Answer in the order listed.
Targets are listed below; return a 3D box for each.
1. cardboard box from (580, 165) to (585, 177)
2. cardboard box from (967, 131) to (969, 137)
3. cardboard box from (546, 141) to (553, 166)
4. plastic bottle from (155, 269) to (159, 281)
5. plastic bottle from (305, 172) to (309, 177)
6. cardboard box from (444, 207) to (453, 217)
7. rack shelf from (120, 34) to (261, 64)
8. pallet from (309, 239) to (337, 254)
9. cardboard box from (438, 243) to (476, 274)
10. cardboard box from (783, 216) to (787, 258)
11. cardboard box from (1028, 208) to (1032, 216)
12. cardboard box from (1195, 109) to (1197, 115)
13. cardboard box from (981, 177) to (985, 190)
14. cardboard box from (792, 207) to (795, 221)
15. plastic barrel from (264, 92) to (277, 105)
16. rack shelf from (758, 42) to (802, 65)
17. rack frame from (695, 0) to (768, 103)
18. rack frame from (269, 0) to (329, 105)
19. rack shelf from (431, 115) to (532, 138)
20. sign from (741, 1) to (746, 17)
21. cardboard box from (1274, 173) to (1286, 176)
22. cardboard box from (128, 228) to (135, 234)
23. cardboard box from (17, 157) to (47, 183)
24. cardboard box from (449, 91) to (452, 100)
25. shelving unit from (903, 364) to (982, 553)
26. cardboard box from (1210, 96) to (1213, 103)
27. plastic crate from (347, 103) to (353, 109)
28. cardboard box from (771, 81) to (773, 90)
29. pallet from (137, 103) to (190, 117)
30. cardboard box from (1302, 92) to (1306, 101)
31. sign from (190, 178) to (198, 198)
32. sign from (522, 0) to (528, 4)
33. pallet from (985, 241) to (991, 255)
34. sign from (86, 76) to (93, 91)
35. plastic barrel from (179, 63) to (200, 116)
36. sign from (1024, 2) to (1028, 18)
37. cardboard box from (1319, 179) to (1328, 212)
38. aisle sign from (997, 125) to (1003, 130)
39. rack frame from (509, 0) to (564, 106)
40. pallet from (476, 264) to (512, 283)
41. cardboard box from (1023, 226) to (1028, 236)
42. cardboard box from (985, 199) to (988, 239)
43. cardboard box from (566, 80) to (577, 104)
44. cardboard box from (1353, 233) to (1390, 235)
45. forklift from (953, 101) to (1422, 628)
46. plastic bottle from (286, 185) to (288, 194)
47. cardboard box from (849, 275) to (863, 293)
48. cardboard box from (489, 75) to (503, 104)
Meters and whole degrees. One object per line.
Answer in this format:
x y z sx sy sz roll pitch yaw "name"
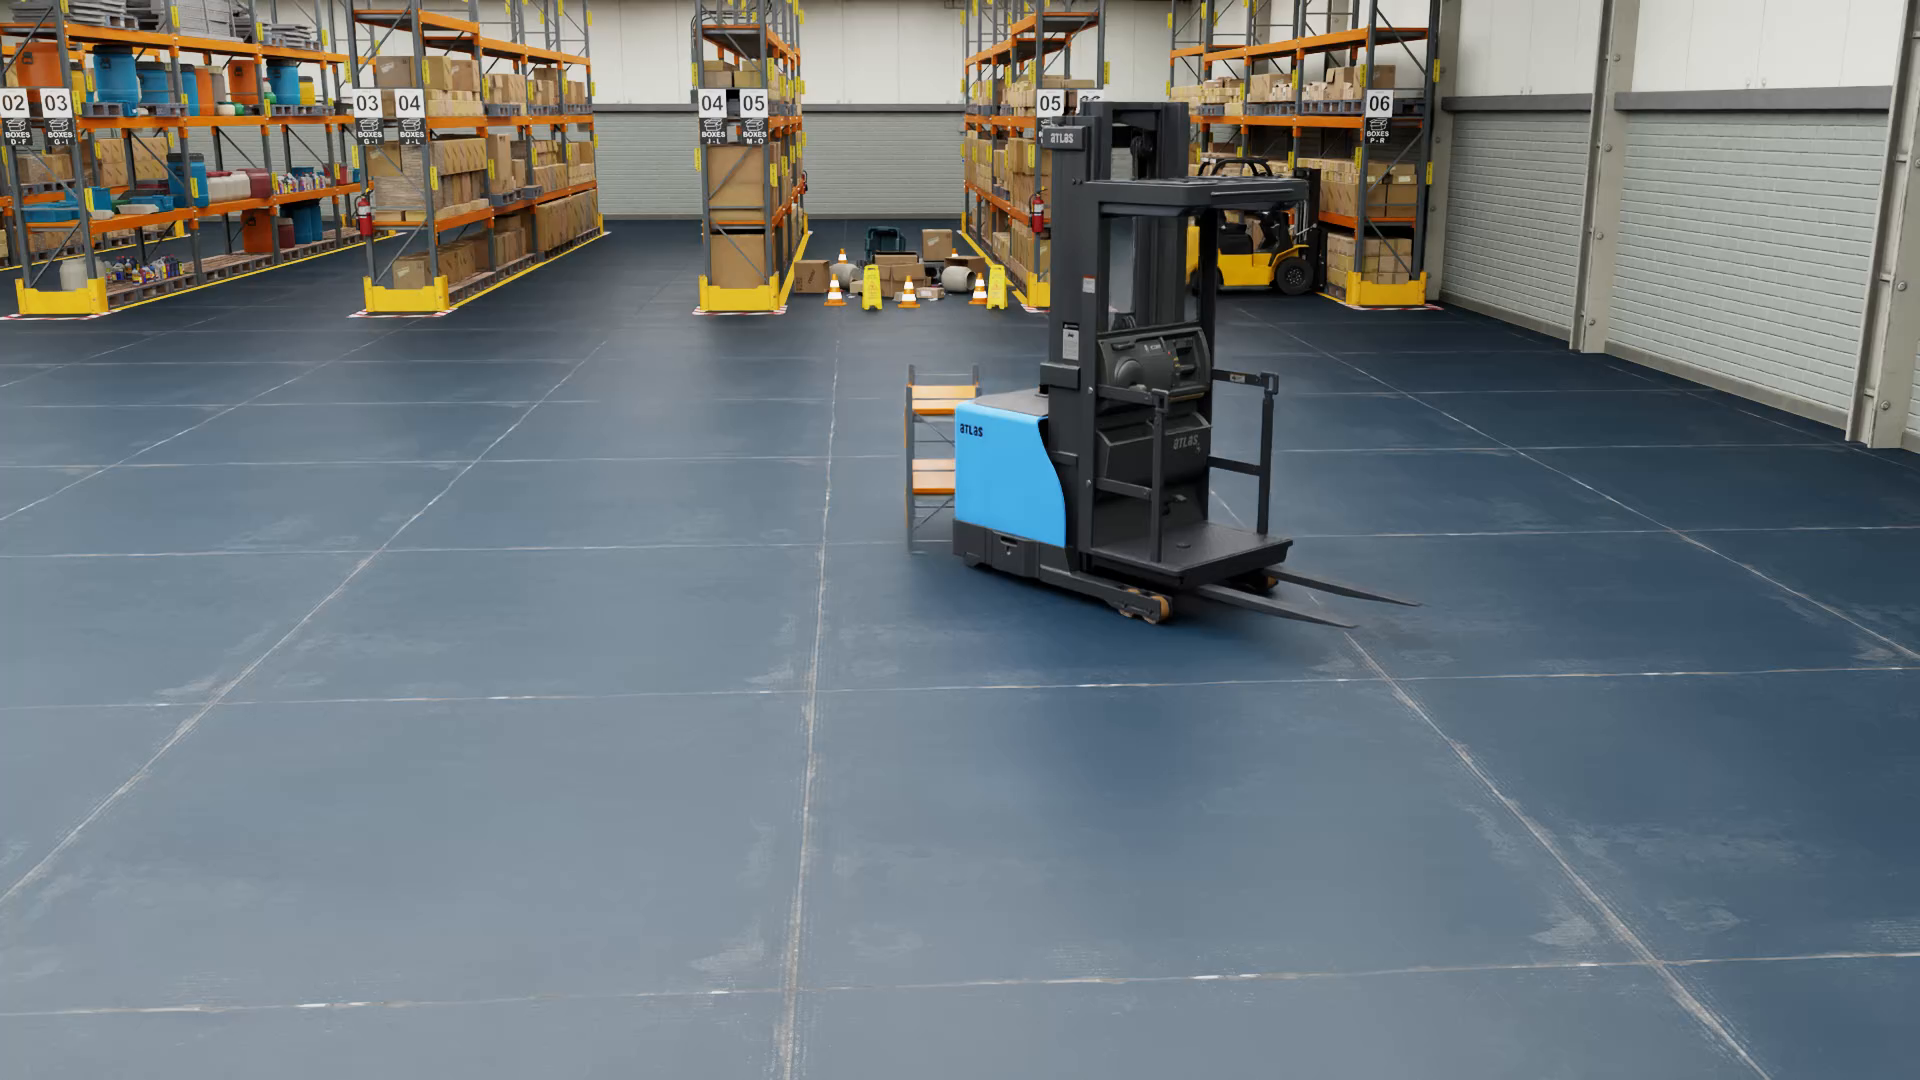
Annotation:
-8.865 -8.433 37.988 0.500 0.250 0.500 -1 14 -3 "cardboard box"
0.367 -9.637 39.454 0.380 0.149 0.250 0 14 -2 "cardboard box"
-8.932 -8.071 34.660 0.797 0.503 0.637 -1 14 -3 "cardboard box"
-13.058 -4.305 26.969 0.097 0.201 0.097 0 14 0 "plastic bottle"
-13.715 -7.540 34.910 0.144 0.351 0.185 -1 14 -3 "plastic bottle"
-8.089 -5.083 25.768 0.380 0.149 0.250 -1 14 -3 "cardboard box"
-13.583 -8.661 29.373 1.077 0.370 4.000 -1 14 -3 "rack shelf"
-13.948 -6.246 35.380 1.003 0.211 1.213 -1 14 -3 "pallet"
-8.530 -4.769 28.216 0.500 0.500 0.500 -1 14 -5 "cardboard box"
-3.801 -5.666 31.201 1.050 0.750 0.750 -1 14 -3 "cardboard box"
1.260 -5.064 25.692 0.380 0.149 0.250 -1 14 -4 "cardboard box"
5.497 -9.640 37.459 0.380 0.149 0.250 0 14 -2 "cardboard box"
0.715 -7.452 34.770 0.500 0.250 0.500 -1 14 -4 "cardboard box"
-3.657 -6.703 34.228 0.500 0.250 0.500 -1 14 -3 "cardboard box"
-13.543 -8.643 32.546 0.294 0.245 0.294 0 14 0 "plastic barrel"
-4.178 -10.970 37.554 1.077 0.370 4.000 -1 14 -3 "rack shelf"
-3.311 -7.838 23.931 1.000 3.000 0.127 -1 14 -3 "rack frame"
-13.954 -10.695 35.034 1.000 3.000 0.127 -1 14 -3 "rack frame"
-8.639 -7.478 29.995 1.077 0.370 4.000 -1 14 -3 "rack shelf"
-4.597 -11.310 35.390 0.100 0.325 0.005 -1 14 -3 "sign"
6.005 -6.522 30.154 0.500 0.250 0.500 -1 14 -5 "cardboard box"
-19.020 -7.185 37.559 0.797 0.503 0.637 -1 14 -3 "cardboard box"
-18.668 -7.356 33.054 0.700 0.500 0.500 2 15 7 "cardboard box"
-8.191 -6.977 26.104 0.380 0.149 0.250 -1 14 -5 "cardboard box"
-0.113 -0.586 11.548 0.538 1.125 1.048 0 14 -1 "shelving unit"
5.521 -9.345 35.267 0.380 0.149 0.250 -1 14 -4 "cardboard box"
-14.456 -10.074 38.901 0.497 0.269 0.590 -1 14 -3 "plastic crate"
-3.149 -7.085 25.682 0.500 0.250 0.500 -1 14 -4 "cardboard box"
-13.316 -6.983 27.006 1.213 0.211 1.003 -1 14 -3 "pallet"
6.054 -7.573 28.382 0.380 0.149 0.250 -1 14 -2 "cardboard box"
-12.909 -5.940 28.036 0.100 0.325 0.005 -1 14 -3 "sign"
-8.222 -10.278 31.380 0.100 0.325 0.005 -1 14 -3 "sign"
1.082 -6.174 35.097 1.003 0.211 1.213 -1 14 -3 "pallet"
-18.345 -9.617 35.037 0.100 0.325 0.005 -1 14 -3 "sign"
-13.788 -7.944 29.355 0.600 0.901 0.708 -1 14 -3 "plastic barrel"
1.421 -11.426 35.843 0.100 0.325 0.005 -1 14 -3 "sign"
6.188 -5.660 27.305 0.500 0.500 0.500 -1 14 -3 "cardboard box"
0.937 -10.295 40.303 0.394 0.787 0.004 -1 14 -3 "aisle sign"
-9.011 -10.771 35.331 1.000 3.000 0.127 -1 14 -3 "rack frame"
-8.565 -4.719 29.445 1.003 0.211 1.213 -1 14 -3 "pallet"
1.211 -4.932 26.542 0.380 0.149 0.250 -1 14 -3 "cardboard box"
0.998 -7.040 36.291 0.875 0.875 0.875 0 14 -2 "cardboard box"
-9.039 -10.079 37.414 0.700 0.500 0.500 0 14 -1 "cardboard box"
6.682 -4.839 26.984 0.500 0.250 0.500 -1 14 -4 "cardboard box"
1.314 -1.076 9.825 1.130 2.935 3.031 -13 19 -41 "forklift"
-13.427 -6.989 33.067 0.097 0.201 0.097 0 14 0 "plastic bottle"
-1.614 -4.205 27.335 0.396 0.266 0.258 2 15 6 "cardboard box"
-8.505 -7.935 29.277 0.797 0.503 0.637 0 14 -1 "cardboard box"
